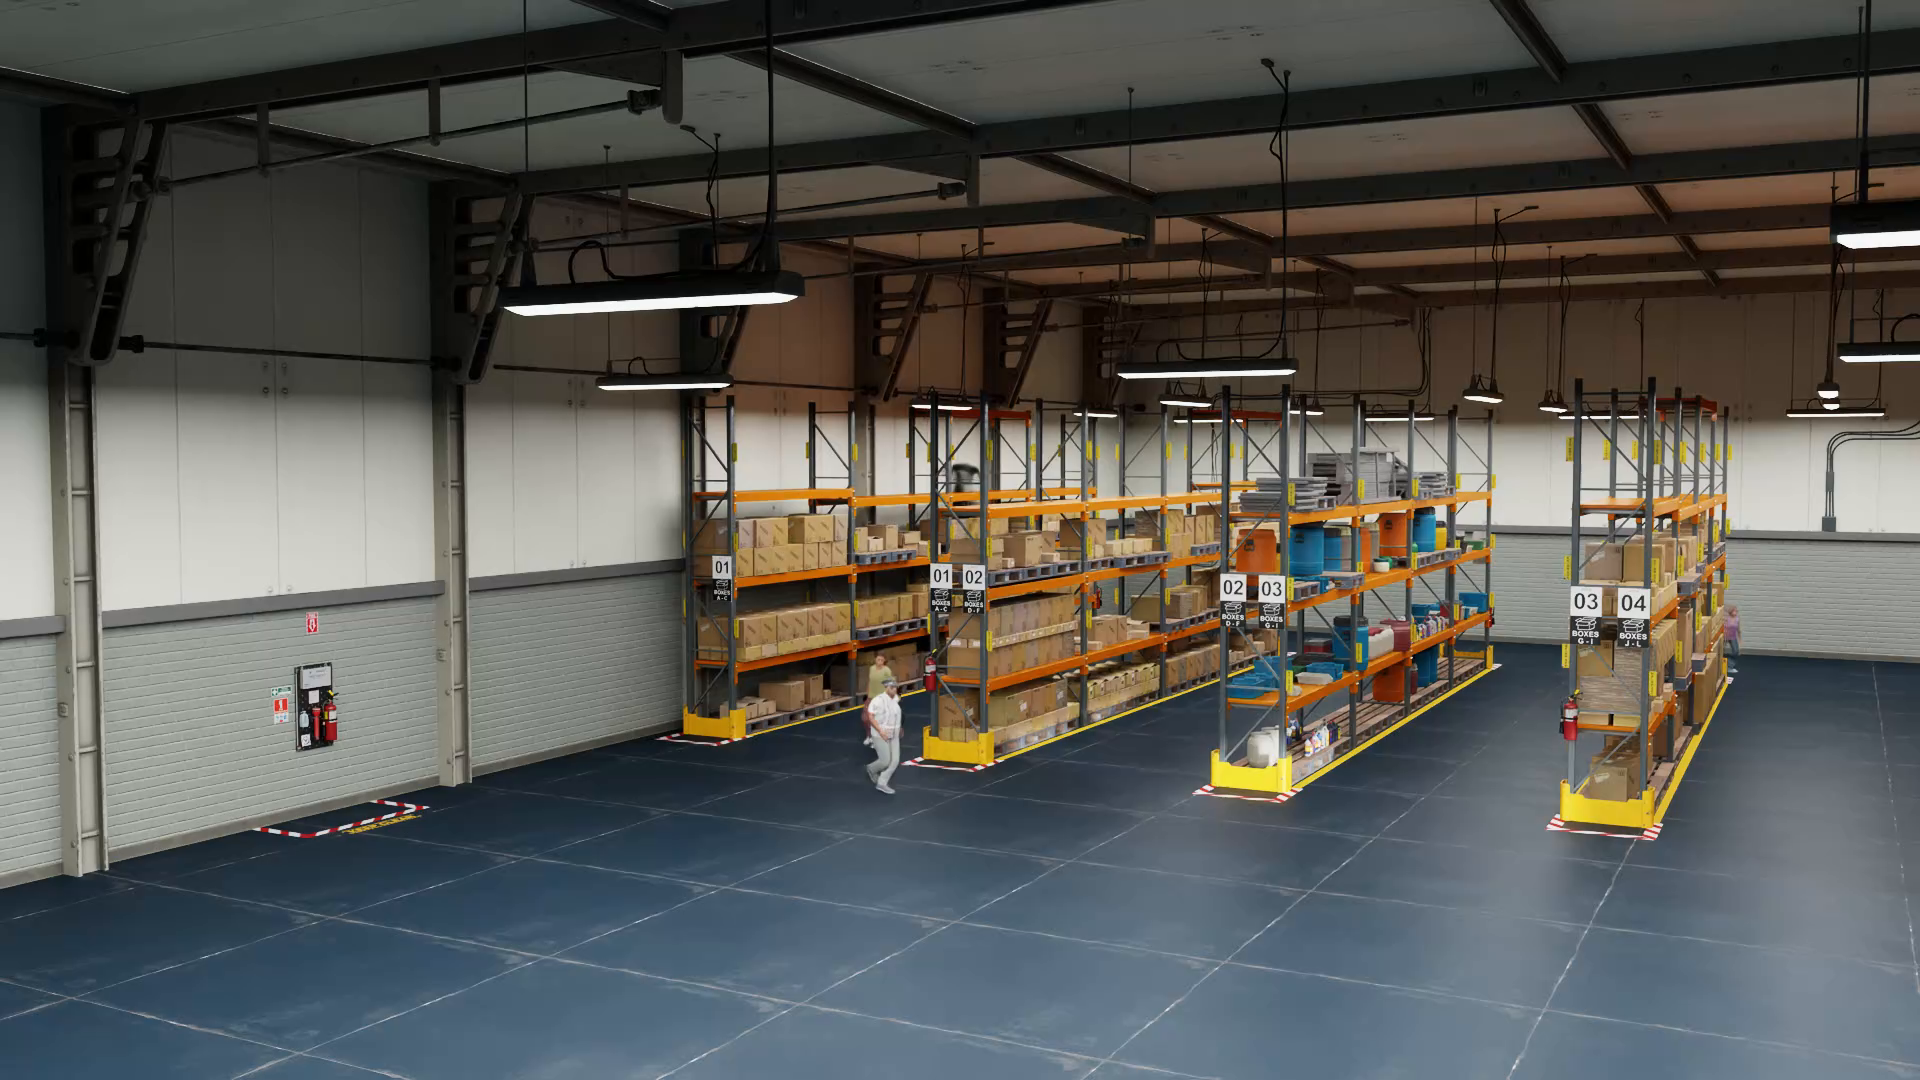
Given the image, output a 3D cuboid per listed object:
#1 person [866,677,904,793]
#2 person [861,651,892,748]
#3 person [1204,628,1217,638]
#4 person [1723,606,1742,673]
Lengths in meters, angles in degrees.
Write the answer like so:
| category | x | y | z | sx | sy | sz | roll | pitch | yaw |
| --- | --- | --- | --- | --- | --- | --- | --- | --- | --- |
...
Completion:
| category | x | y | z | sx | sy | sz | roll | pitch | yaw |
| --- | --- | --- | --- | --- | --- | --- | --- | --- | --- |
| person | -1.154 | 2.860 | 24.588 | 0.655 | 1.728 | 0.595 | -3 | 4 | -43 |
| person | -1.399 | 2.674 | 28.007 | 0.580 | 1.656 | 0.437 | 1 | 3 | 24 |
| person | 6.730 | 1.965 | 43.928 | 0.572 | 1.481 | 0.945 | -1 | 3 | -17 |
| person | 17.478 | 2.245 | 37.883 | 0.598 | 1.524 | 0.790 | 0 | 3 | 0 |
